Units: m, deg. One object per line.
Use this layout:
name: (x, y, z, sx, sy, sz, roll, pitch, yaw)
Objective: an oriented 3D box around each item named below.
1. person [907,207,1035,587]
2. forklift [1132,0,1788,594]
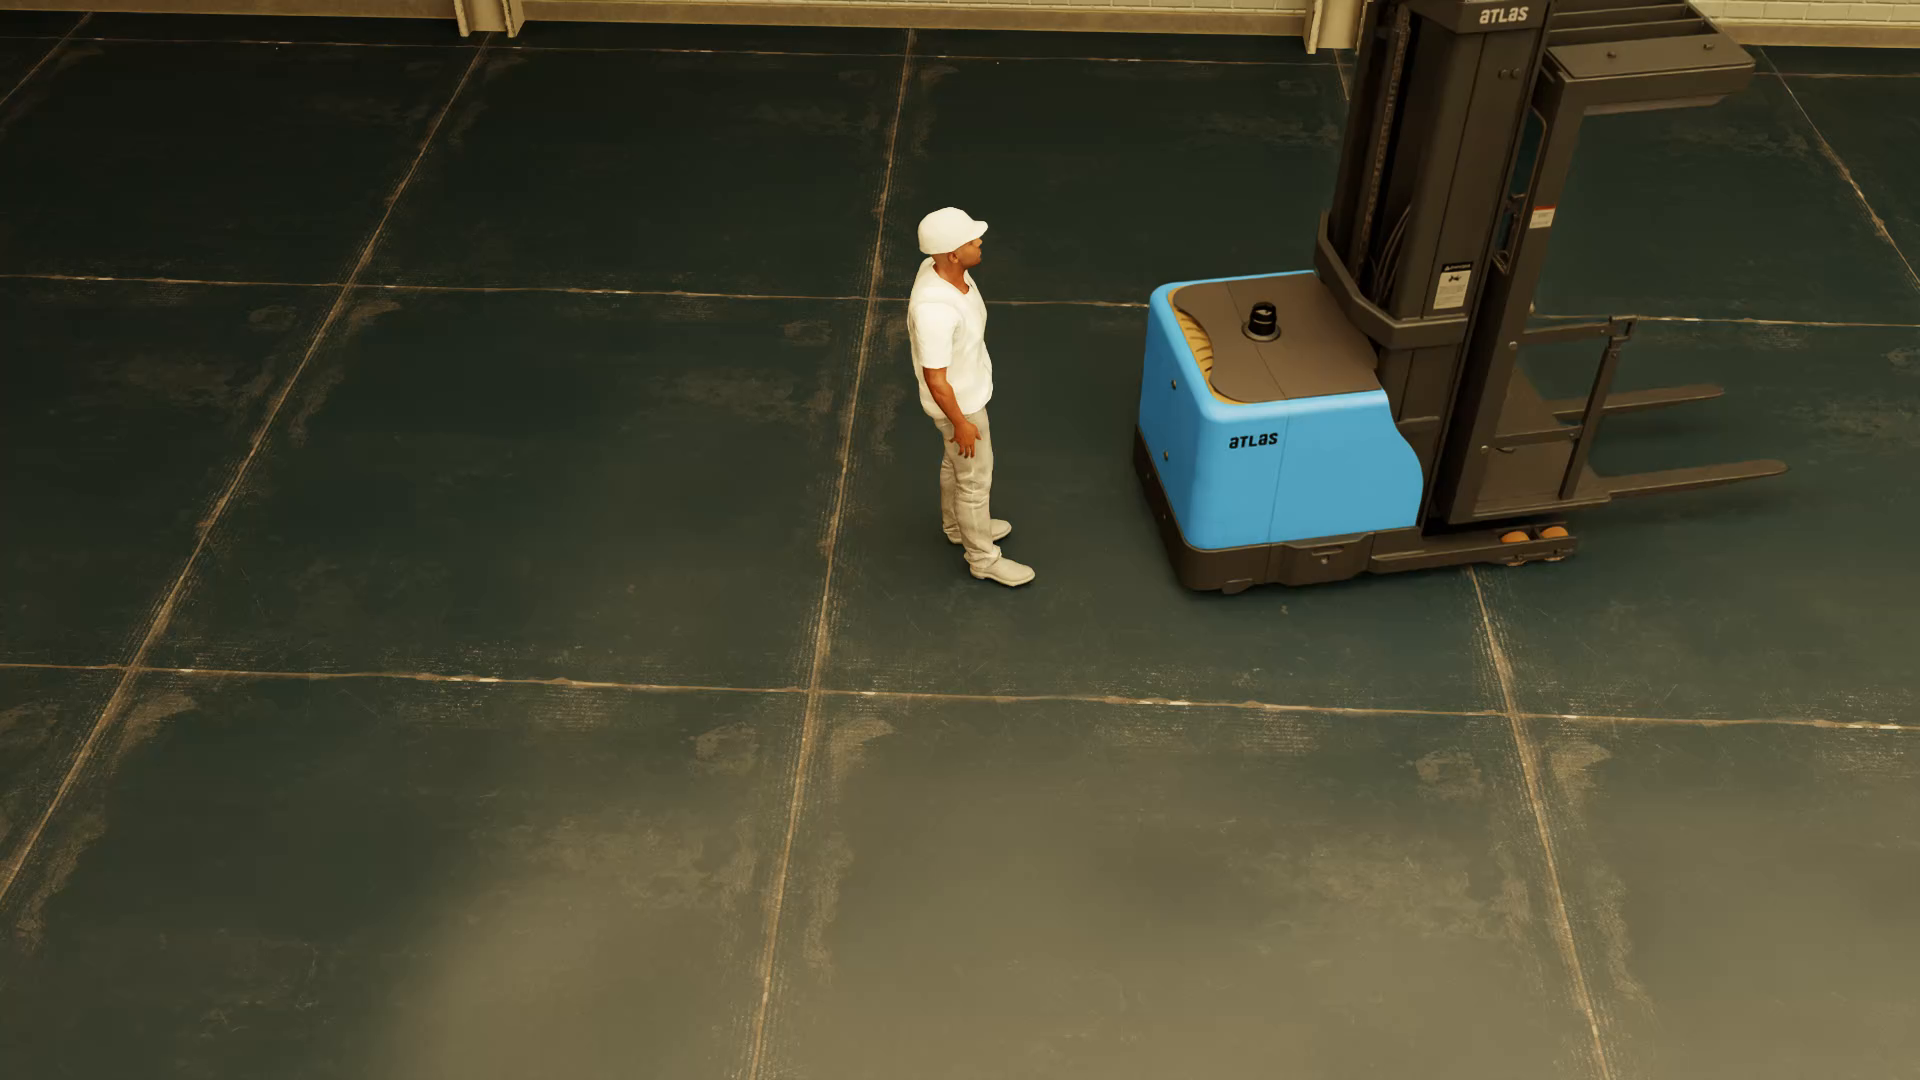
person: (0.069, -0.652, 7.309, 0.577, 1.765, 0.666, 2, 42, 2)
forklift: (2.419, -1.308, 7.175, 3.031, 2.935, 1.130, -7, 43, -7)
